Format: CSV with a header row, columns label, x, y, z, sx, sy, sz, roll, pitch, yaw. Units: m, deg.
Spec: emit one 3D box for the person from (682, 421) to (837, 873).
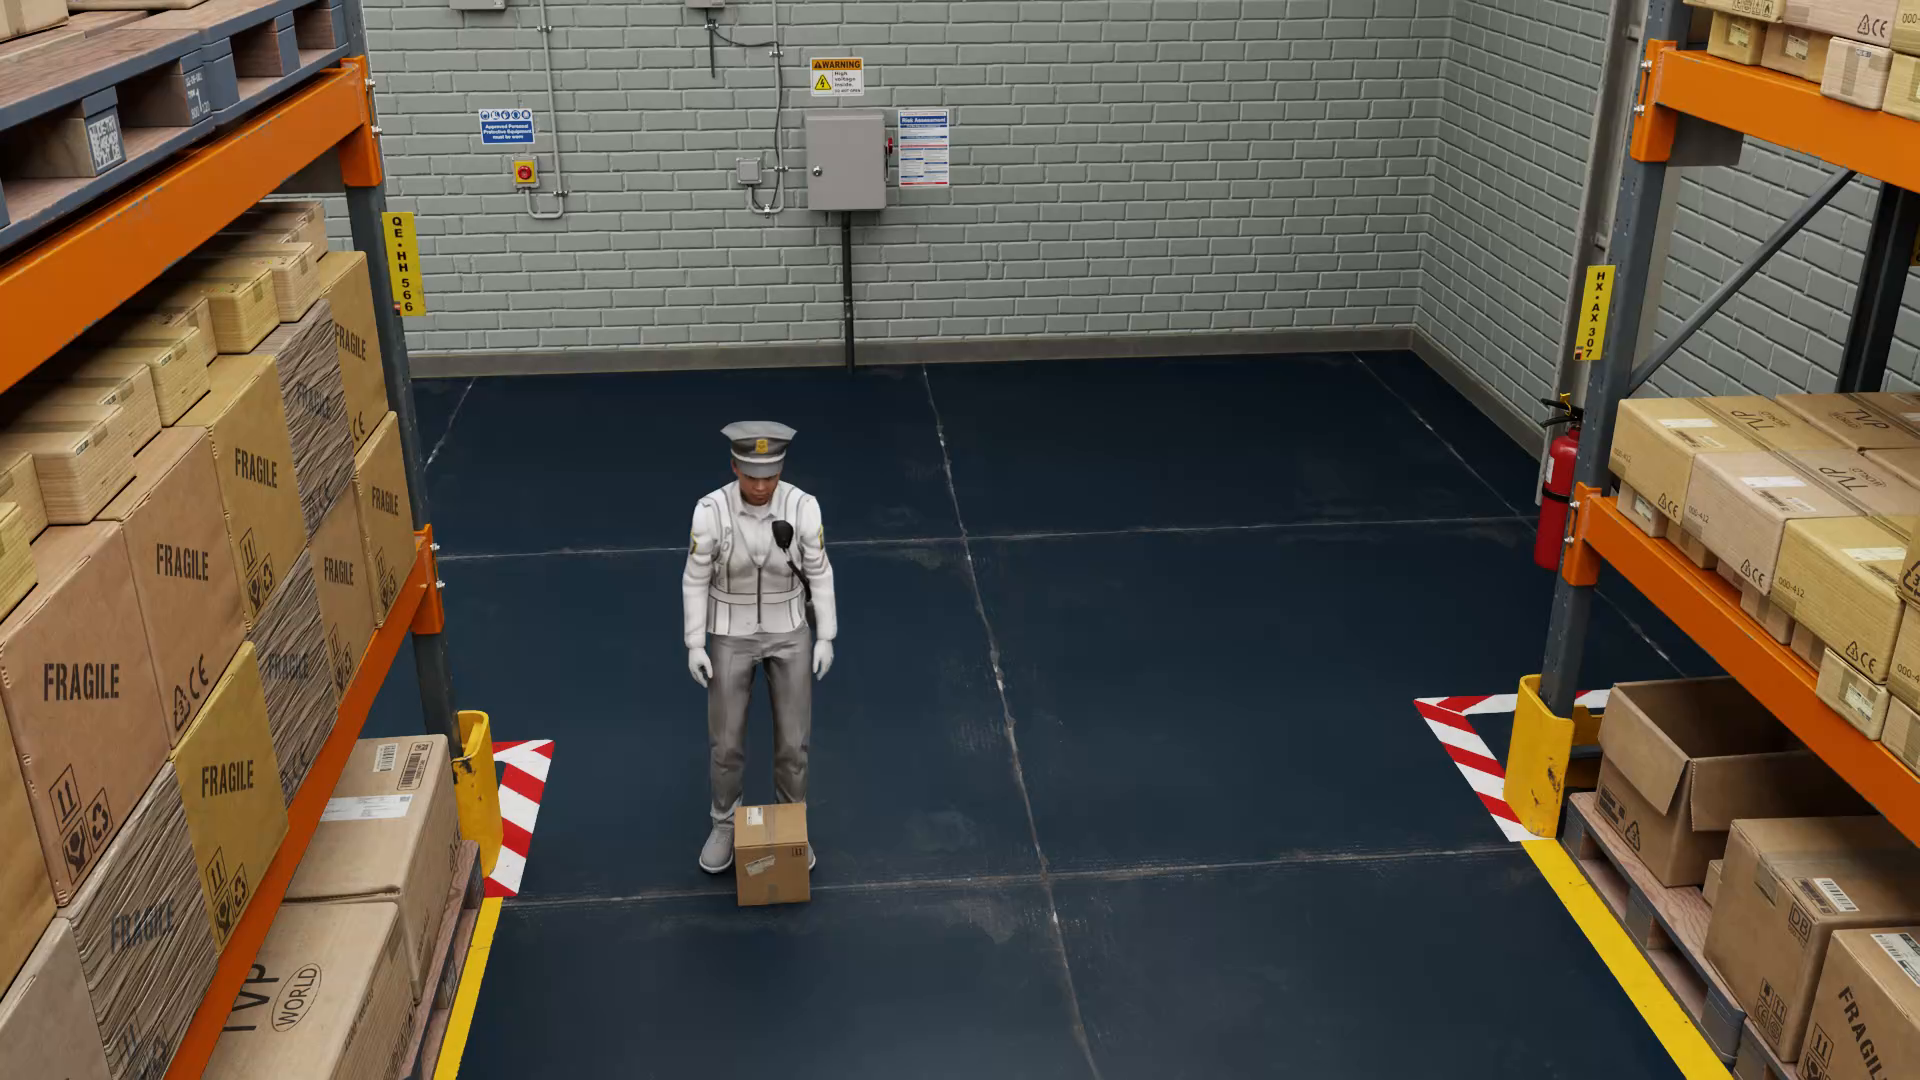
label,x,y,z,sx,sy,sz,roll,pitch,yaw
person,-0.687,0.369,5.765,0.531,1.661,0.414,-3,24,-8
